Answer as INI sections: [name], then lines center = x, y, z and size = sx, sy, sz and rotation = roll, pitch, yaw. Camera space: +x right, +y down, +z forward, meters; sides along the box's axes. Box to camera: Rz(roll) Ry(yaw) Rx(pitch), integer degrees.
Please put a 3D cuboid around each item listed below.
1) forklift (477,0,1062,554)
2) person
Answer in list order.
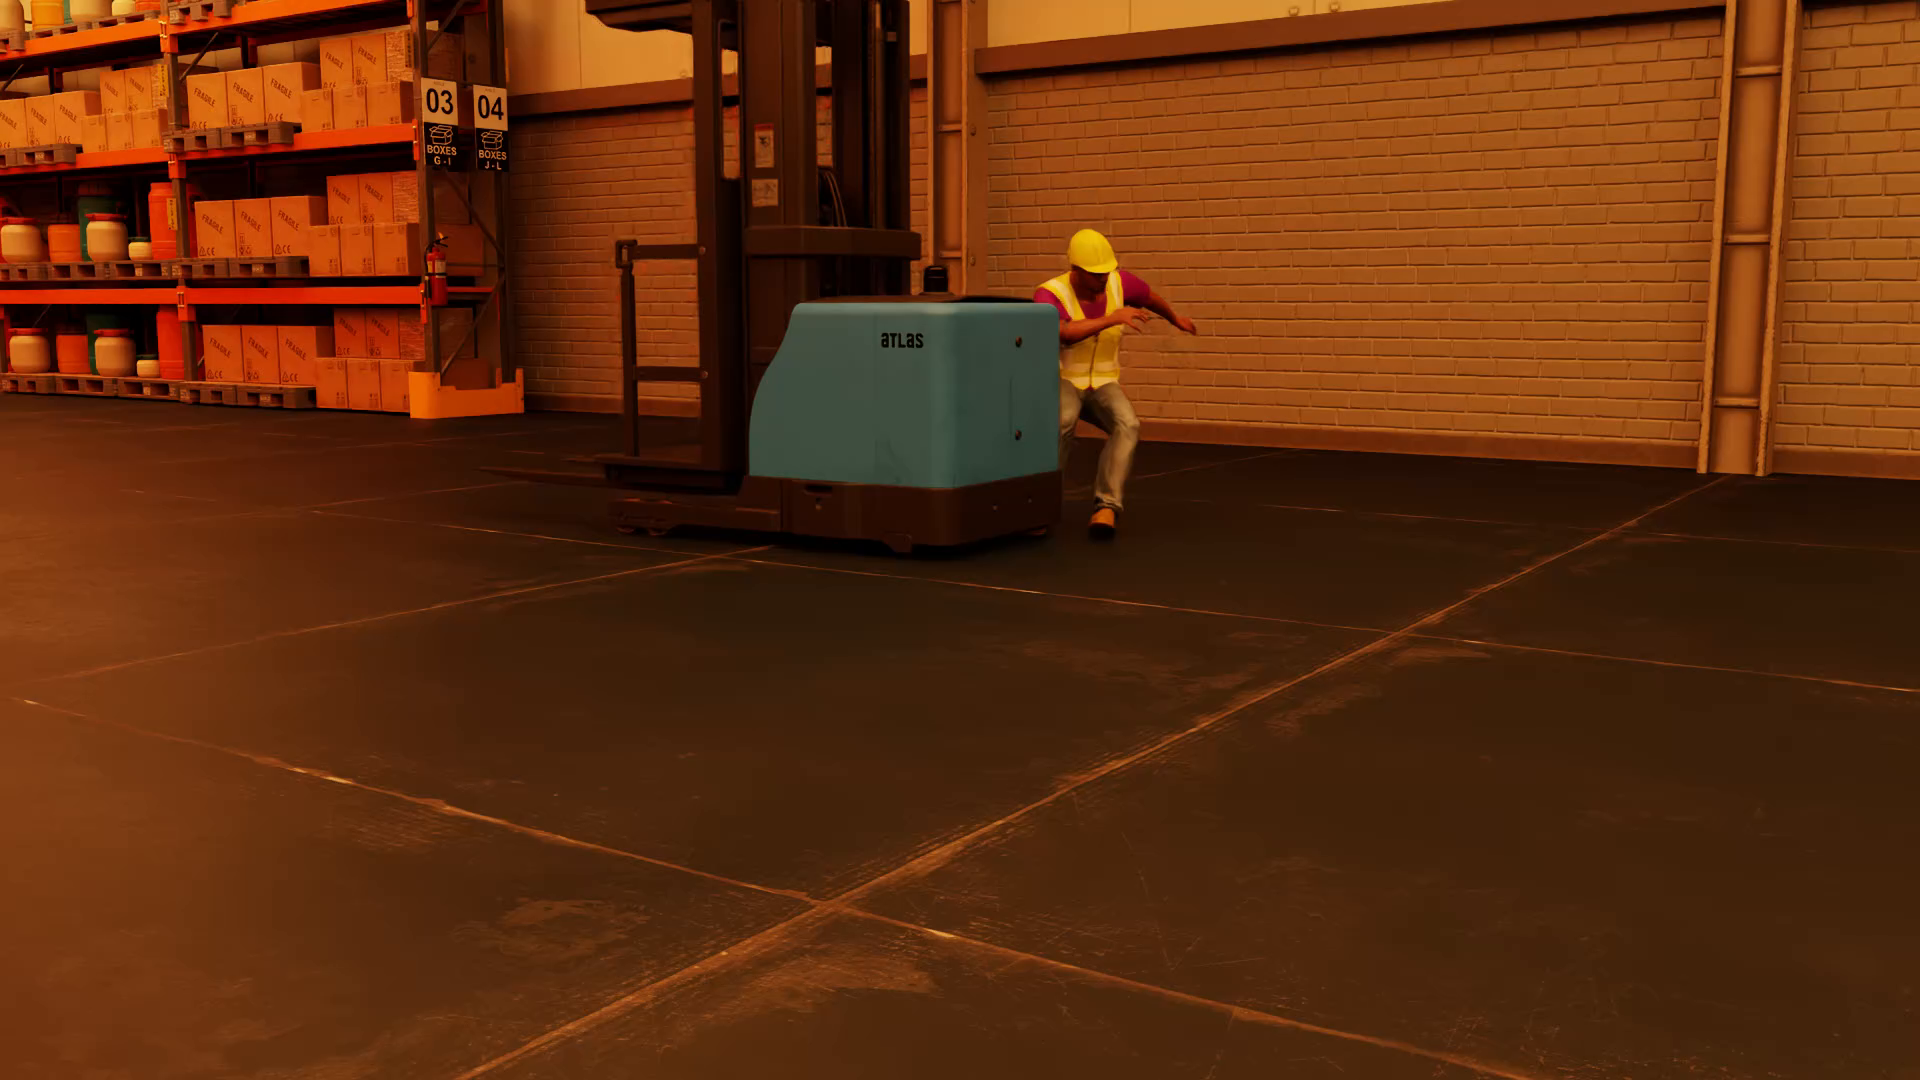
[forklift]
center = -1.048, -1.525, 7.917
size = 3.031, 2.935, 1.130
rotation = 5, 10, 32
[person]
center = 0.801, -0.765, 8.063
size = 1.230, 1.458, 0.943
rotation = -3, 9, -20
